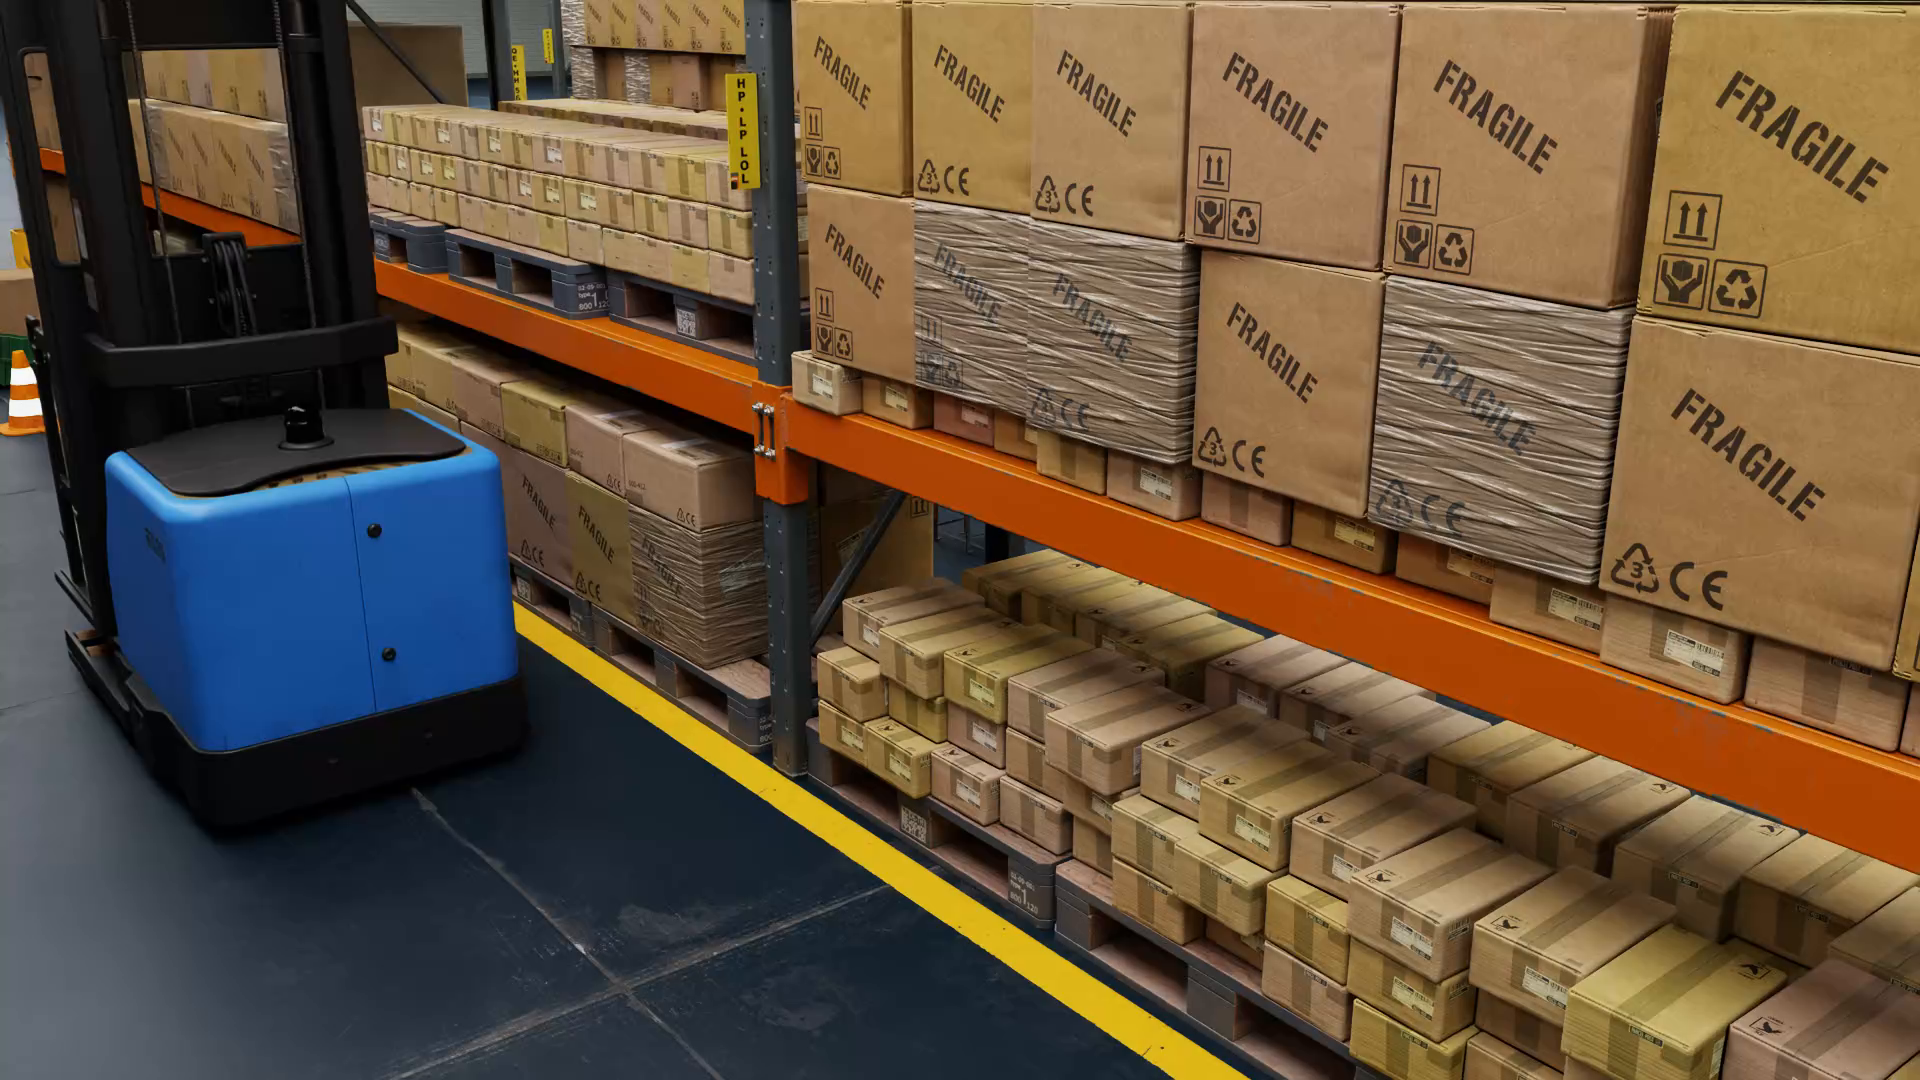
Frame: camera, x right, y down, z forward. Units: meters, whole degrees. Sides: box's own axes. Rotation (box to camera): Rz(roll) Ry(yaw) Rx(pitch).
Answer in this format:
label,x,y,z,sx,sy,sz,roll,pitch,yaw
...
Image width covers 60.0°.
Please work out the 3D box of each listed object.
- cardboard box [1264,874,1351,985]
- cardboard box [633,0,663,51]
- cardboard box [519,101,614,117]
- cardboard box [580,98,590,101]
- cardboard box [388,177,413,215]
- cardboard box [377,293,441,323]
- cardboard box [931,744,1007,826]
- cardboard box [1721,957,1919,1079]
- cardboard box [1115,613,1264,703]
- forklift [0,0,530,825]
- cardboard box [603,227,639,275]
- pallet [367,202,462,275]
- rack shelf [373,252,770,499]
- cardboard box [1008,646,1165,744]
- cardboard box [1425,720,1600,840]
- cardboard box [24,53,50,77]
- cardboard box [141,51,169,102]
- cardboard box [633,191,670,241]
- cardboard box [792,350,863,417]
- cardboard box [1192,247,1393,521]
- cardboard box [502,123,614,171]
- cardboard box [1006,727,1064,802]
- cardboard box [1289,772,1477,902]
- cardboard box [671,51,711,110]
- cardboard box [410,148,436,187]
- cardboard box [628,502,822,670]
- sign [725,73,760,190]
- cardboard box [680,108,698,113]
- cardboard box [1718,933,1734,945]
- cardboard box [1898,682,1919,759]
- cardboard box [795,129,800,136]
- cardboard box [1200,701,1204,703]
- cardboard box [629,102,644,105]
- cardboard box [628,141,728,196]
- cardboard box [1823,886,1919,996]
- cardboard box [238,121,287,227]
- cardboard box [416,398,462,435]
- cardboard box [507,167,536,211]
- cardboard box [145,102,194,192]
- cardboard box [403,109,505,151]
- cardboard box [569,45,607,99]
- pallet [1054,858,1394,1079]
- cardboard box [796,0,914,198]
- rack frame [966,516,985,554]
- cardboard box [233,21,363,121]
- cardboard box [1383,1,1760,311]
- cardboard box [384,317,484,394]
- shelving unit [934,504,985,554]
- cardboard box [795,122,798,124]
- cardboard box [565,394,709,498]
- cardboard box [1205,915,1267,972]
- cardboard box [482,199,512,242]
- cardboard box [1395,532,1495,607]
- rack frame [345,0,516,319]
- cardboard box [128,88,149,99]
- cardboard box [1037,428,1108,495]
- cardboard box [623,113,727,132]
label,x,y,z,sx,sy,sz,roll,pitch,yaw
cardboard box,0.936,0.861,3.886,0.380,0.149,0.250,-13,22,-33
cardboard box,-2.637,-4.749,15.210,0.500,0.500,0.500,-14,23,-36
cardboard box,-1.862,-1.998,7.911,0.380,0.149,0.250,-14,23,-37
cardboard box,-3.566,-4.343,16.605,0.380,0.149,0.250,-14,23,-36
cardboard box,-2.394,-1.594,7.636,0.380,0.149,0.250,-13,22,-33
cardboard box,-2.987,-1.029,9.108,1.050,0.750,0.750,-14,23,-37
cardboard box,0.138,0.679,4.907,0.380,0.149,0.250,-14,23,-36
cardboard box,1.649,0.959,3.115,0.380,0.149,0.250,-13,23,-35
cardboard box,0.679,0.359,4.928,0.380,0.149,0.250,-13,22,-34
forklift,-2.756,-0.923,5.987,1.130,2.935,3.031,-14,23,-36
cardboard box,-1.068,-1.071,6.056,0.380,0.149,0.250,-15,24,-39
pallet,-2.154,-1.484,7.877,1.213,0.211,1.003,-14,23,-36
rack shelf,-1.438,-0.895,6.939,1.077,0.370,4.000,-14,23,-36
cardboard box,0.355,0.445,4.668,0.380,0.149,0.250,-15,23,-38
cardboard box,1.396,0.597,4.207,0.380,0.149,0.250,-14,23,-35
cardboard box,-6.792,-3.904,12.923,0.875,0.550,0.550,-14,23,-36
cardboard box,-4.851,-3.116,10.752,0.700,0.500,0.500,-14,23,-37
cardboard box,-0.914,-1.151,5.825,0.380,0.149,0.250,-13,22,-34
cardboard box,-0.277,-0.491,4.973,0.380,0.149,0.250,-13,22,-34
cardboard box,0.867,-0.383,3.616,0.500,0.500,0.500,-13,22,-33
cardboard box,-1.576,-1.555,6.571,0.380,0.149,0.250,-14,23,-37
cardboard box,0.350,0.586,4.716,0.380,0.149,0.250,-15,24,-39
cardboard box,0.990,0.702,3.891,0.380,0.149,0.250,-15,23,-38
cardboard box,-2.116,-4.204,15.153,0.875,0.500,0.500,-14,23,-36
cardboard box,-2.199,-1.661,7.365,0.380,0.149,0.250,-15,23,-38
cardboard box,-0.853,0.110,6.066,0.500,0.500,0.500,-15,23,-37
sign,-0.629,-1.184,4.825,0.100,0.325,0.005,-14,23,-36
cardboard box,-2.314,-3.852,15.125,0.380,0.149,0.250,-14,23,-36
cardboard box,1.742,0.869,3.859,0.380,0.149,0.250,-13,22,-34
cardboard box,1.738,0.267,2.683,0.380,0.149,0.250,-14,23,-36
cardboard box,-0.568,-1.486,6.365,0.380,0.149,0.250,-14,23,-37
cardboard box,0.685,0.492,4.998,0.380,0.149,0.250,-14,23,-36
cardboard box,-2.925,-4.101,15.876,0.380,0.149,0.250,-14,23,-36
cardboard box,-0.925,-1.297,5.794,0.380,0.149,0.250,-15,23,-38
cardboard box,1.963,0.873,3.374,0.380,0.149,0.250,-13,23,-35
cardboard box,-3.479,-1.959,8.847,0.500,0.500,0.500,-14,23,-36
cardboard box,-2.126,-0.395,7.592,0.500,0.500,0.500,-14,23,-35
cardboard box,-1.566,-1.410,6.607,0.380,0.149,0.250,-13,22,-34
cardboard box,-4.734,-2.456,10.350,0.500,0.500,0.500,-14,23,-36
cardboard box,-2.227,-1.813,7.352,0.380,0.149,0.250,-14,23,-36
cardboard box,-3.376,-4.692,16.628,0.875,0.500,0.500,-14,23,-36
pallet,1.010,1.039,4.388,1.003,0.211,1.213,-14,23,-36
cardboard box,-0.107,-1.249,4.638,0.500,0.500,0.500,-13,23,-35
rack frame,0.109,-0.455,7.567,0.200,1.050,0.008,-14,23,-36
cardboard box,-3.586,-2.615,9.237,0.700,0.500,0.500,-14,23,-37
cardboard box,1.164,-0.737,3.094,0.500,0.500,0.500,-13,22,-33
cardboard box,-2.442,-0.881,7.867,0.500,0.250,0.500,-15,24,-39
shelving unit,0.033,-0.485,7.658,0.215,1.050,0.252,-14,23,-36
cardboard box,-1.577,-3.535,14.165,0.380,0.149,0.250,-14,23,-36
cardboard box,-1.166,-0.376,6.342,0.500,0.250,0.500,-13,22,-34
cardboard box,0.838,0.924,4.167,0.380,0.149,0.250,-13,22,-35
cardboard box,-1.736,-1.334,6.850,0.380,0.149,0.250,-14,23,-35
cardboard box,1.133,0.001,3.487,0.380,0.149,0.250,-15,24,-38
rack frame,-2.680,-1.730,8.314,1.000,3.000,0.127,-14,23,-36
cardboard box,-5.402,-2.875,11.534,0.875,0.550,0.550,-14,23,-36
cardboard box,0.418,-0.243,4.225,0.380,0.149,0.250,-13,23,-35
cardboard box,-1.215,-1.742,7.136,0.380,0.149,0.250,-13,22,-34
